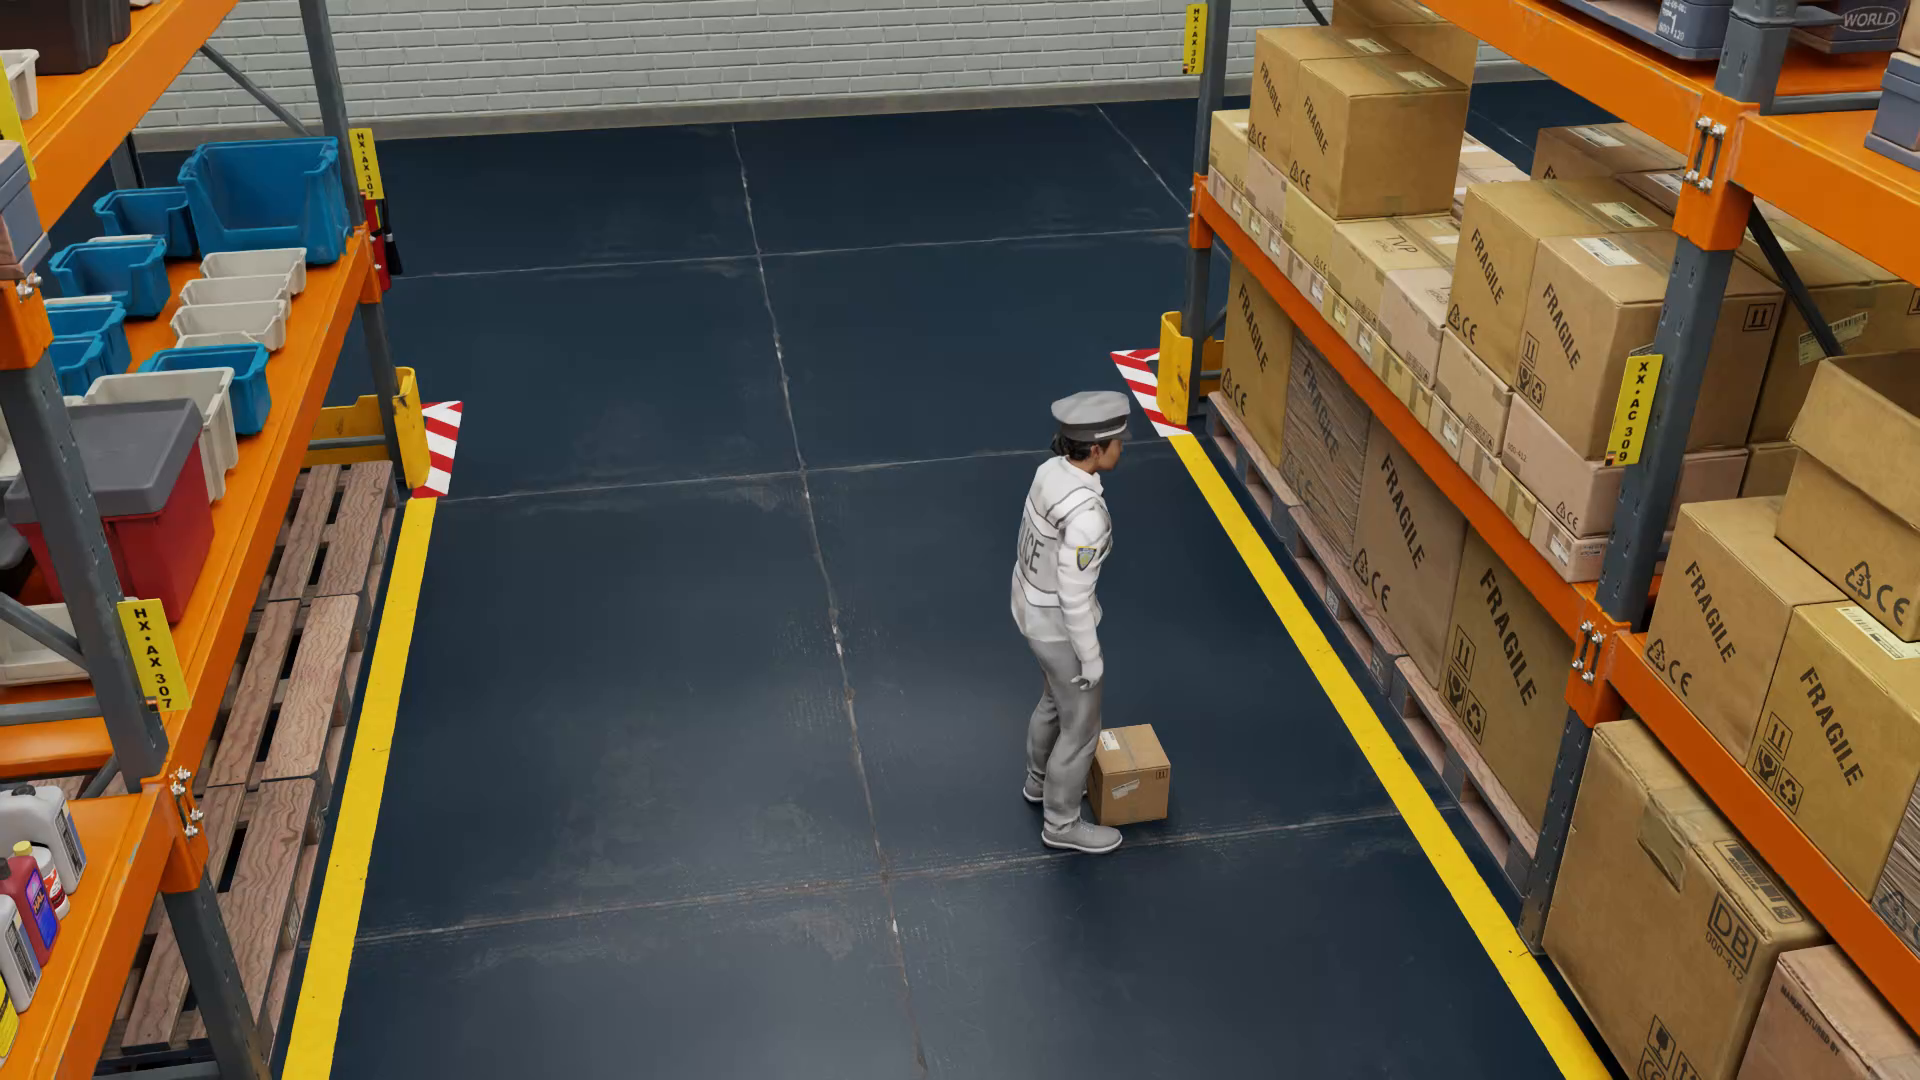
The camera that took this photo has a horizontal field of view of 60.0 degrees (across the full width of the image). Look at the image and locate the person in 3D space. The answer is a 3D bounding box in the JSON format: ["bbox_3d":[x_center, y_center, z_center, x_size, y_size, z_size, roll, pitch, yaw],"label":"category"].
[{"bbox_3d":[0.370,0.282,5.658,0.376,1.662,0.527,-5,31,-9],"label":"person"}]
